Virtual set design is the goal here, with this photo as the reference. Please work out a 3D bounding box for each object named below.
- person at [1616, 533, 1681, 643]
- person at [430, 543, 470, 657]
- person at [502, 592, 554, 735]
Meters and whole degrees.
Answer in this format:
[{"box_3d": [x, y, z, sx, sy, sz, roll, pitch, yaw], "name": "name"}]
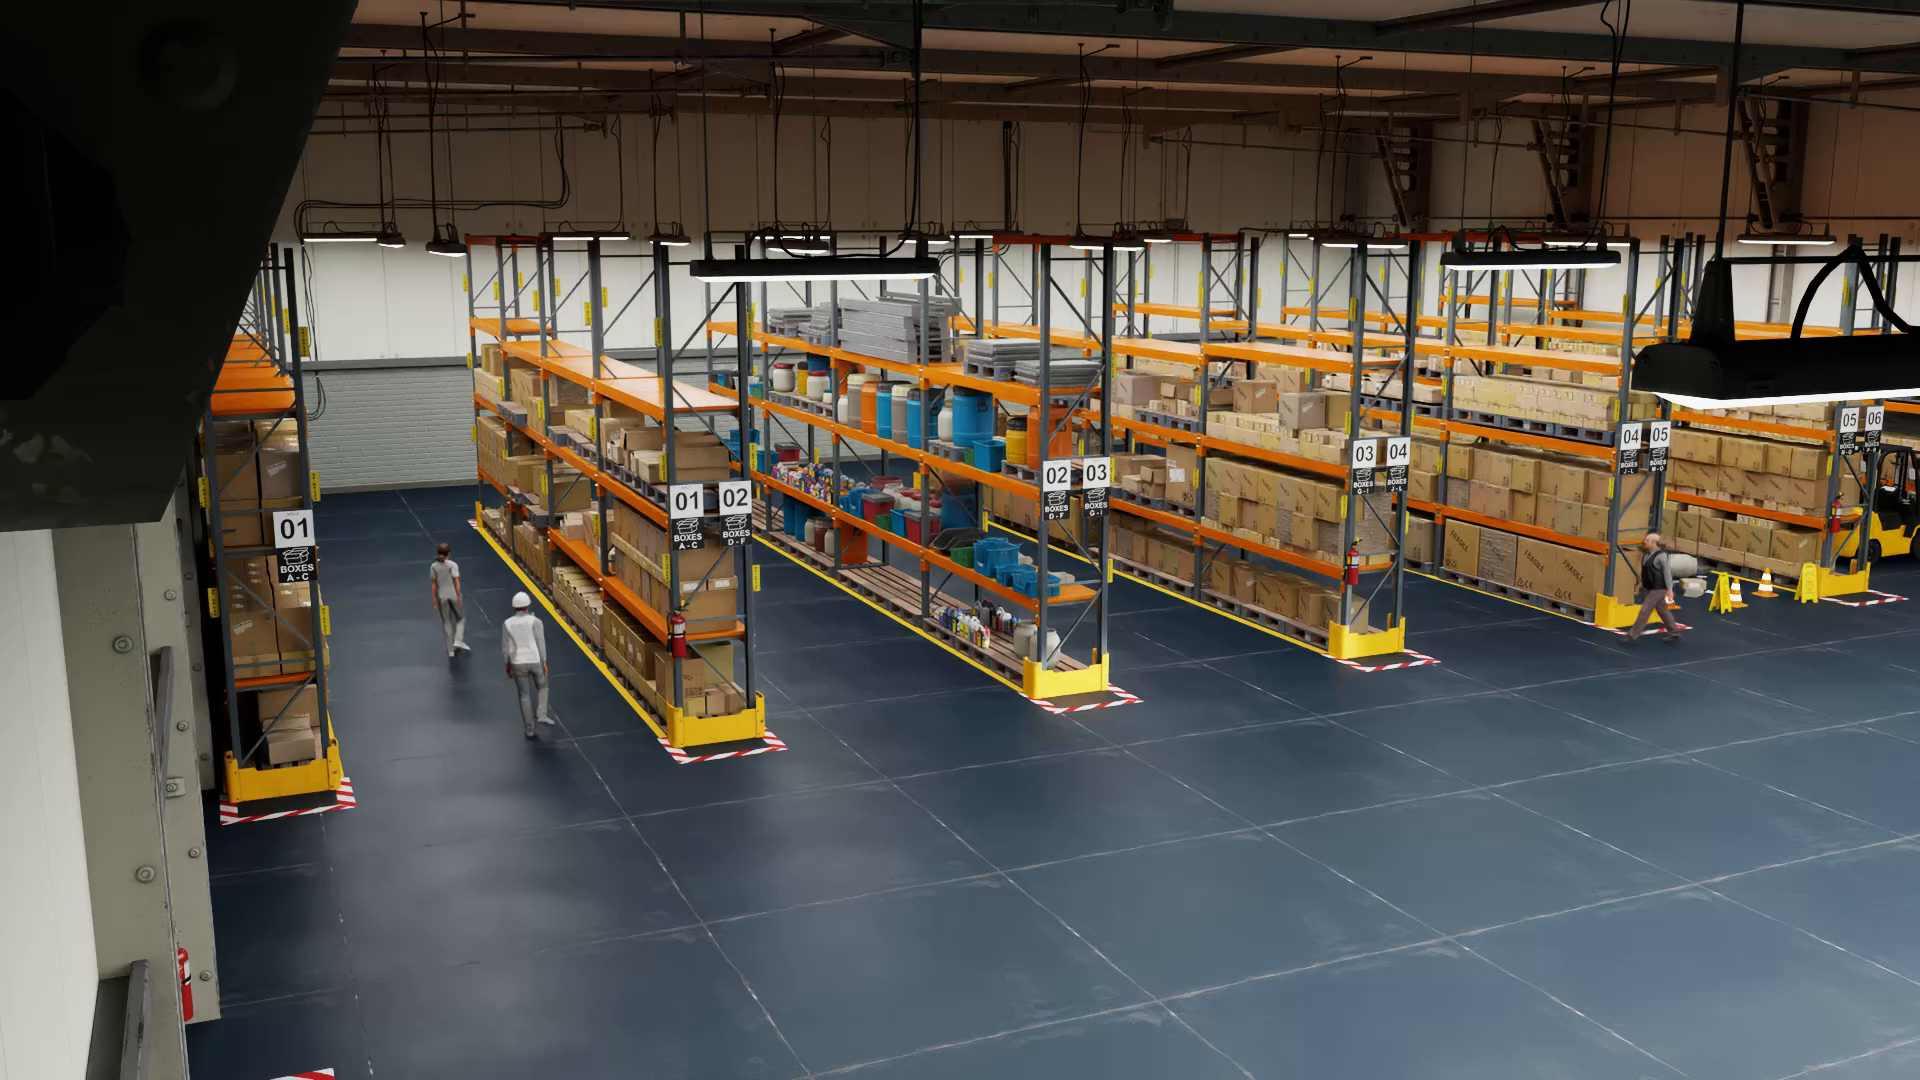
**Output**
[{"box_3d": [10.366, 0.715, 24.954, 1.021, 1.651, 0.568, 0, 11, 1], "name": "person"}, {"box_3d": [-7.437, 0.872, 24.206, 0.506, 1.644, 0.483, -3, 11, -13], "name": "person"}, {"box_3d": [-5.366, 1.524, 20.602, 0.580, 1.762, 0.519, -3, 11, -15], "name": "person"}]
